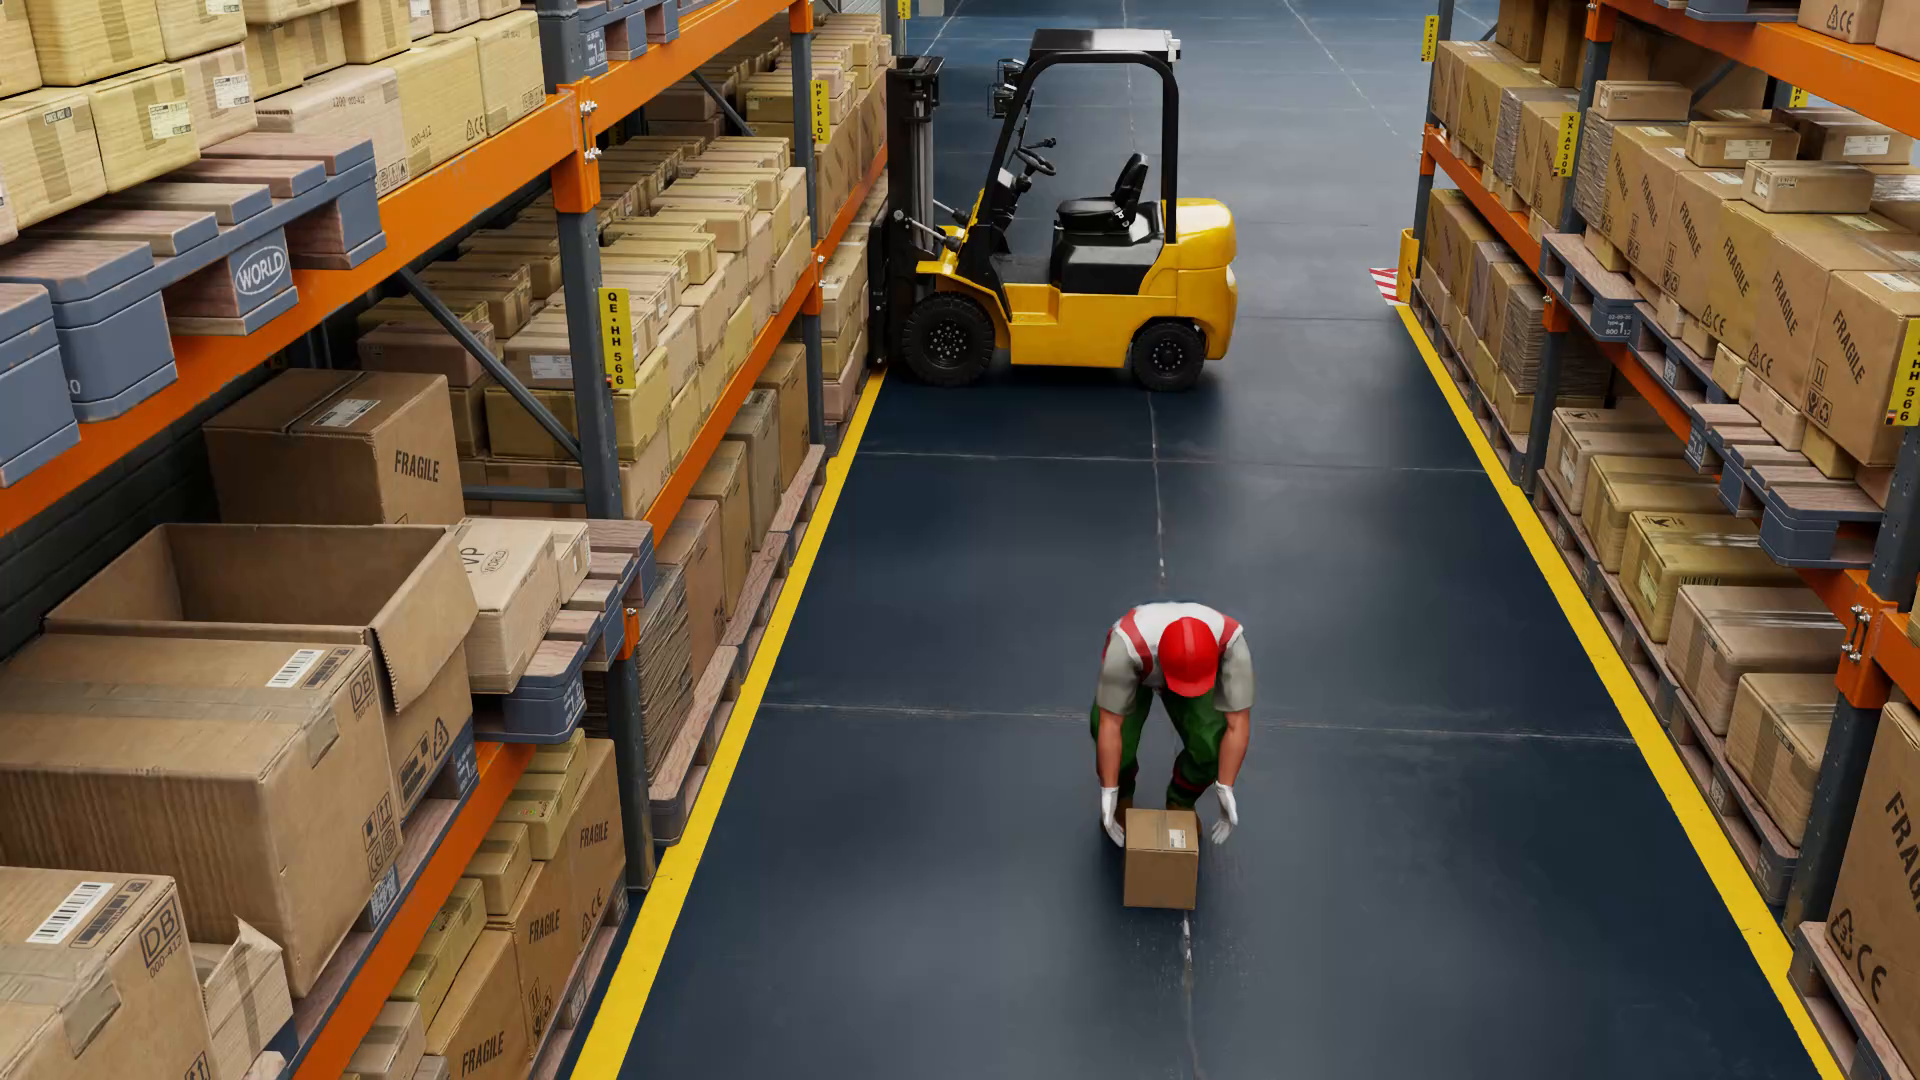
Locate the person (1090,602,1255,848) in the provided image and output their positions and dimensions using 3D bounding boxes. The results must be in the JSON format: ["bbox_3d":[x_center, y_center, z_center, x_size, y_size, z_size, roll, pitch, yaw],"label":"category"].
[{"bbox_3d":[0.768,0.619,6.088,0.579,1.065,0.870,2,24,4],"label":"person"}]
